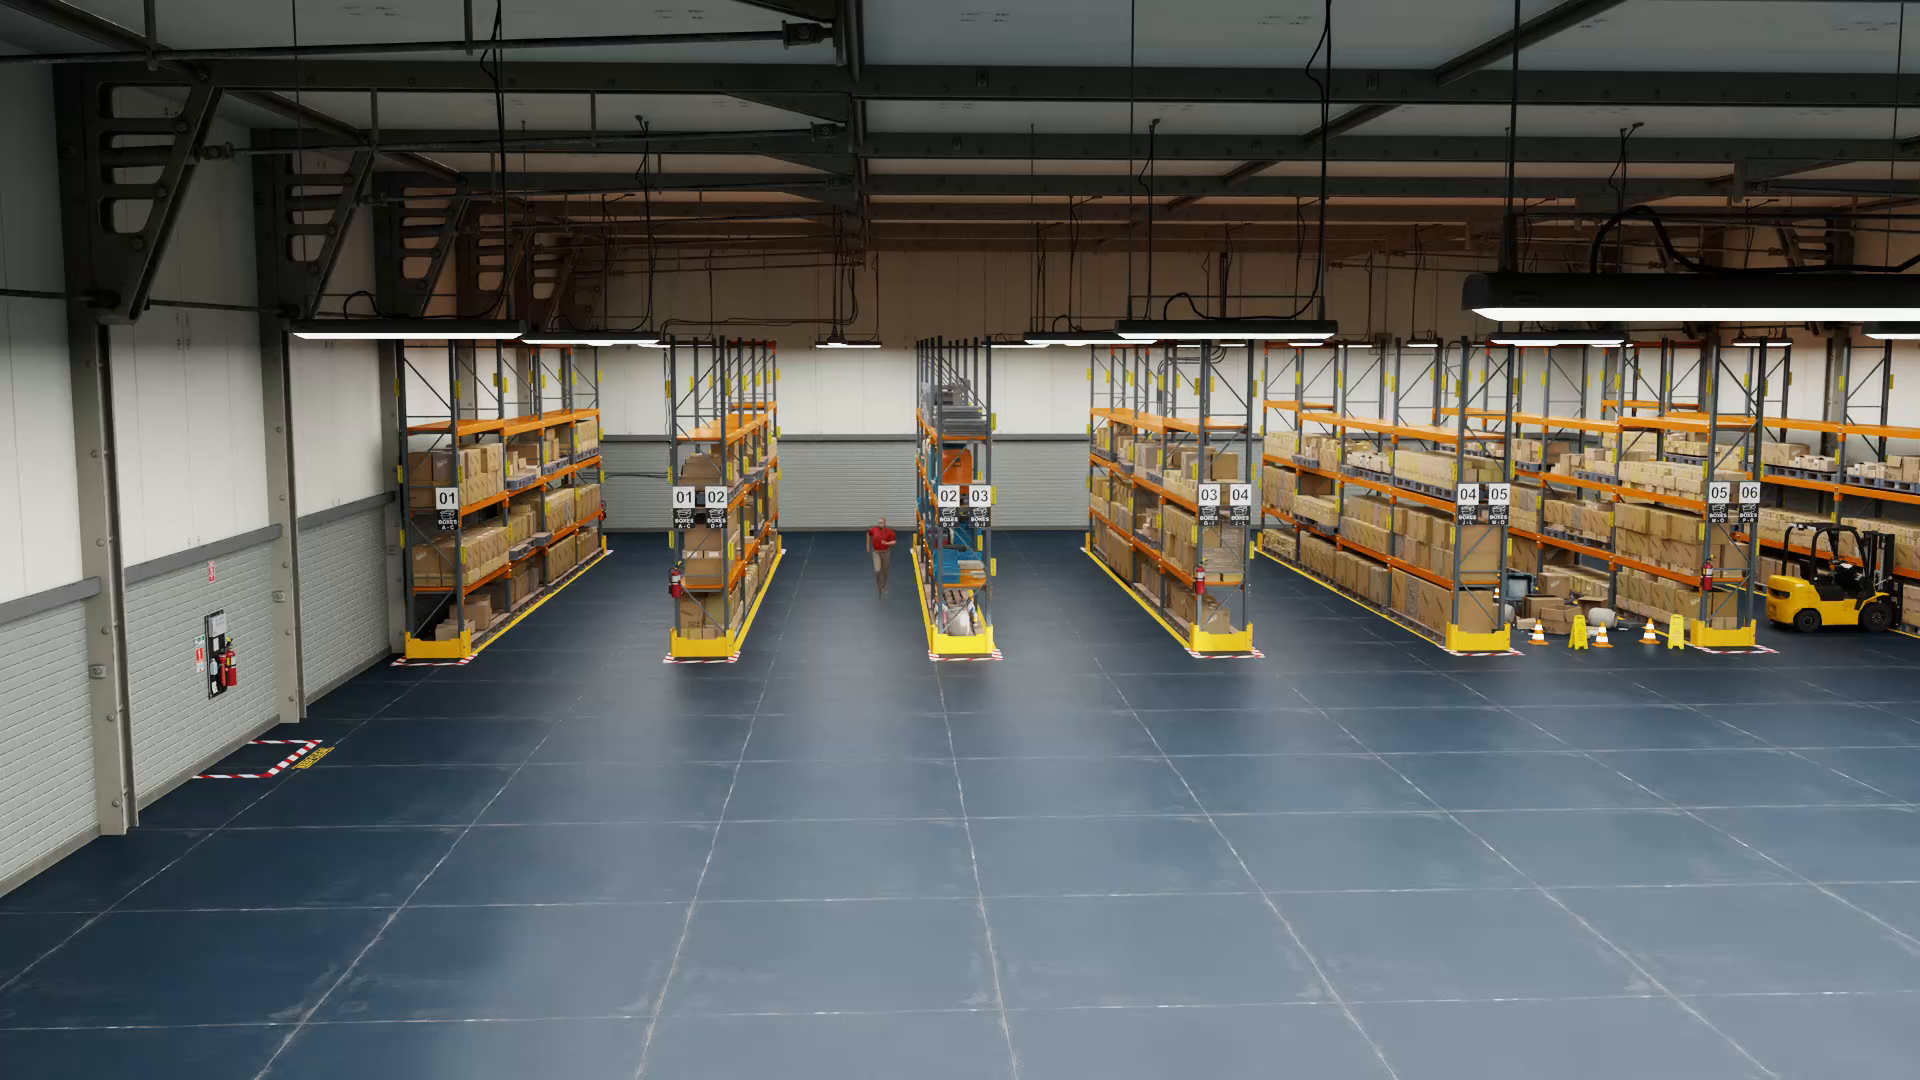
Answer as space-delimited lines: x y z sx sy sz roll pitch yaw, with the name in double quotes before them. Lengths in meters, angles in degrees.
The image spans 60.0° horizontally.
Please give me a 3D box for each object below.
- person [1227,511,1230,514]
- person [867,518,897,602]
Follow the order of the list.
"person" 7.532 -0.245 45.833 0.578 1.560 0.614 0 7 3
"person" -1.750 0.414 37.095 0.686 1.859 0.823 0 6 2
